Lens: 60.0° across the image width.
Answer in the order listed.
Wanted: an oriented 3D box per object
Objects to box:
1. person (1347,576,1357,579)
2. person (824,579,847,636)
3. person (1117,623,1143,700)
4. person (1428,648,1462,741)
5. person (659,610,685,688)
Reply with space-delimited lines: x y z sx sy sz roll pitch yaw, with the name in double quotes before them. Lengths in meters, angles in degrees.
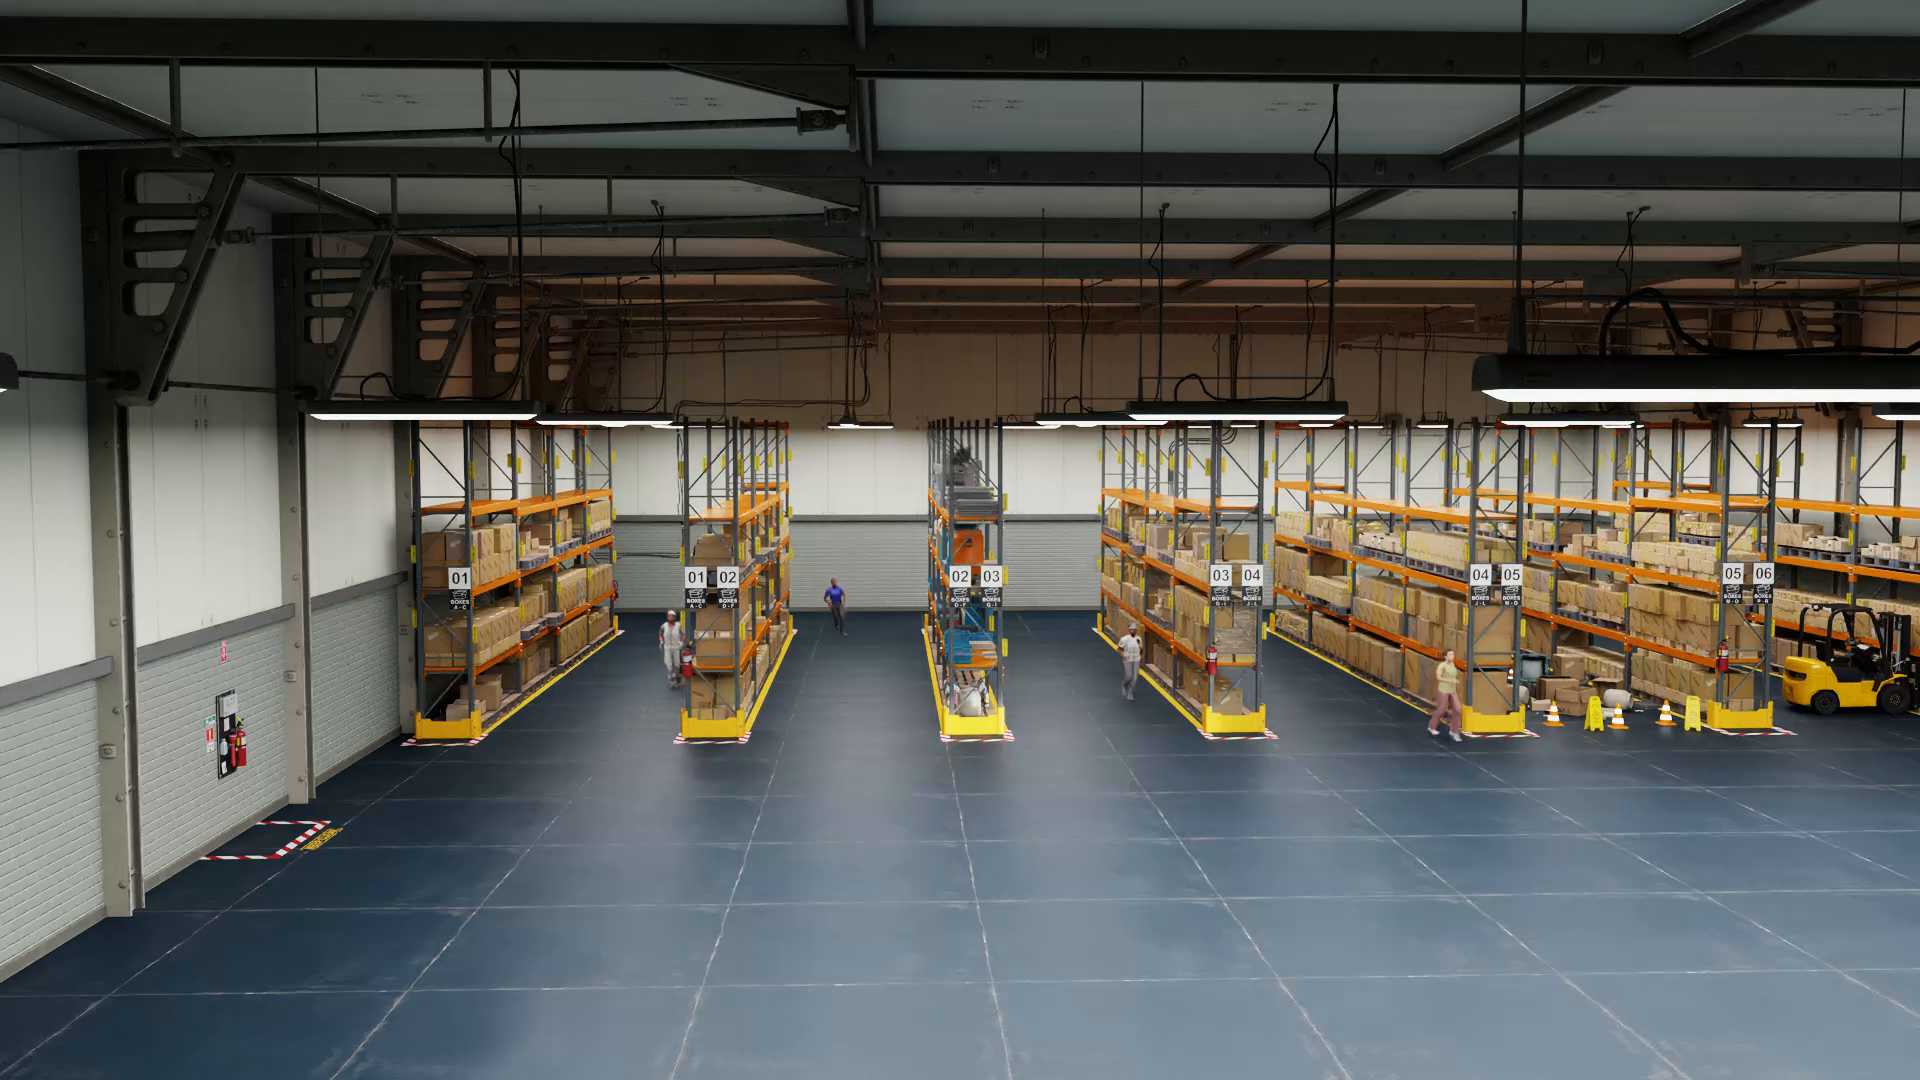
"person" 11.561 1.625 49.136 0.838 1.843 0.664 0 4 -3
"person" -3.518 1.883 46.865 0.645 1.594 0.685 -1 4 -20
"person" 3.667 2.582 35.403 0.553 1.654 0.543 -1 4 -13
"person" 9.059 2.875 31.007 0.596 1.740 0.732 -2 4 -31
"person" -6.406 2.433 37.050 0.636 1.741 0.586 0 4 -1
